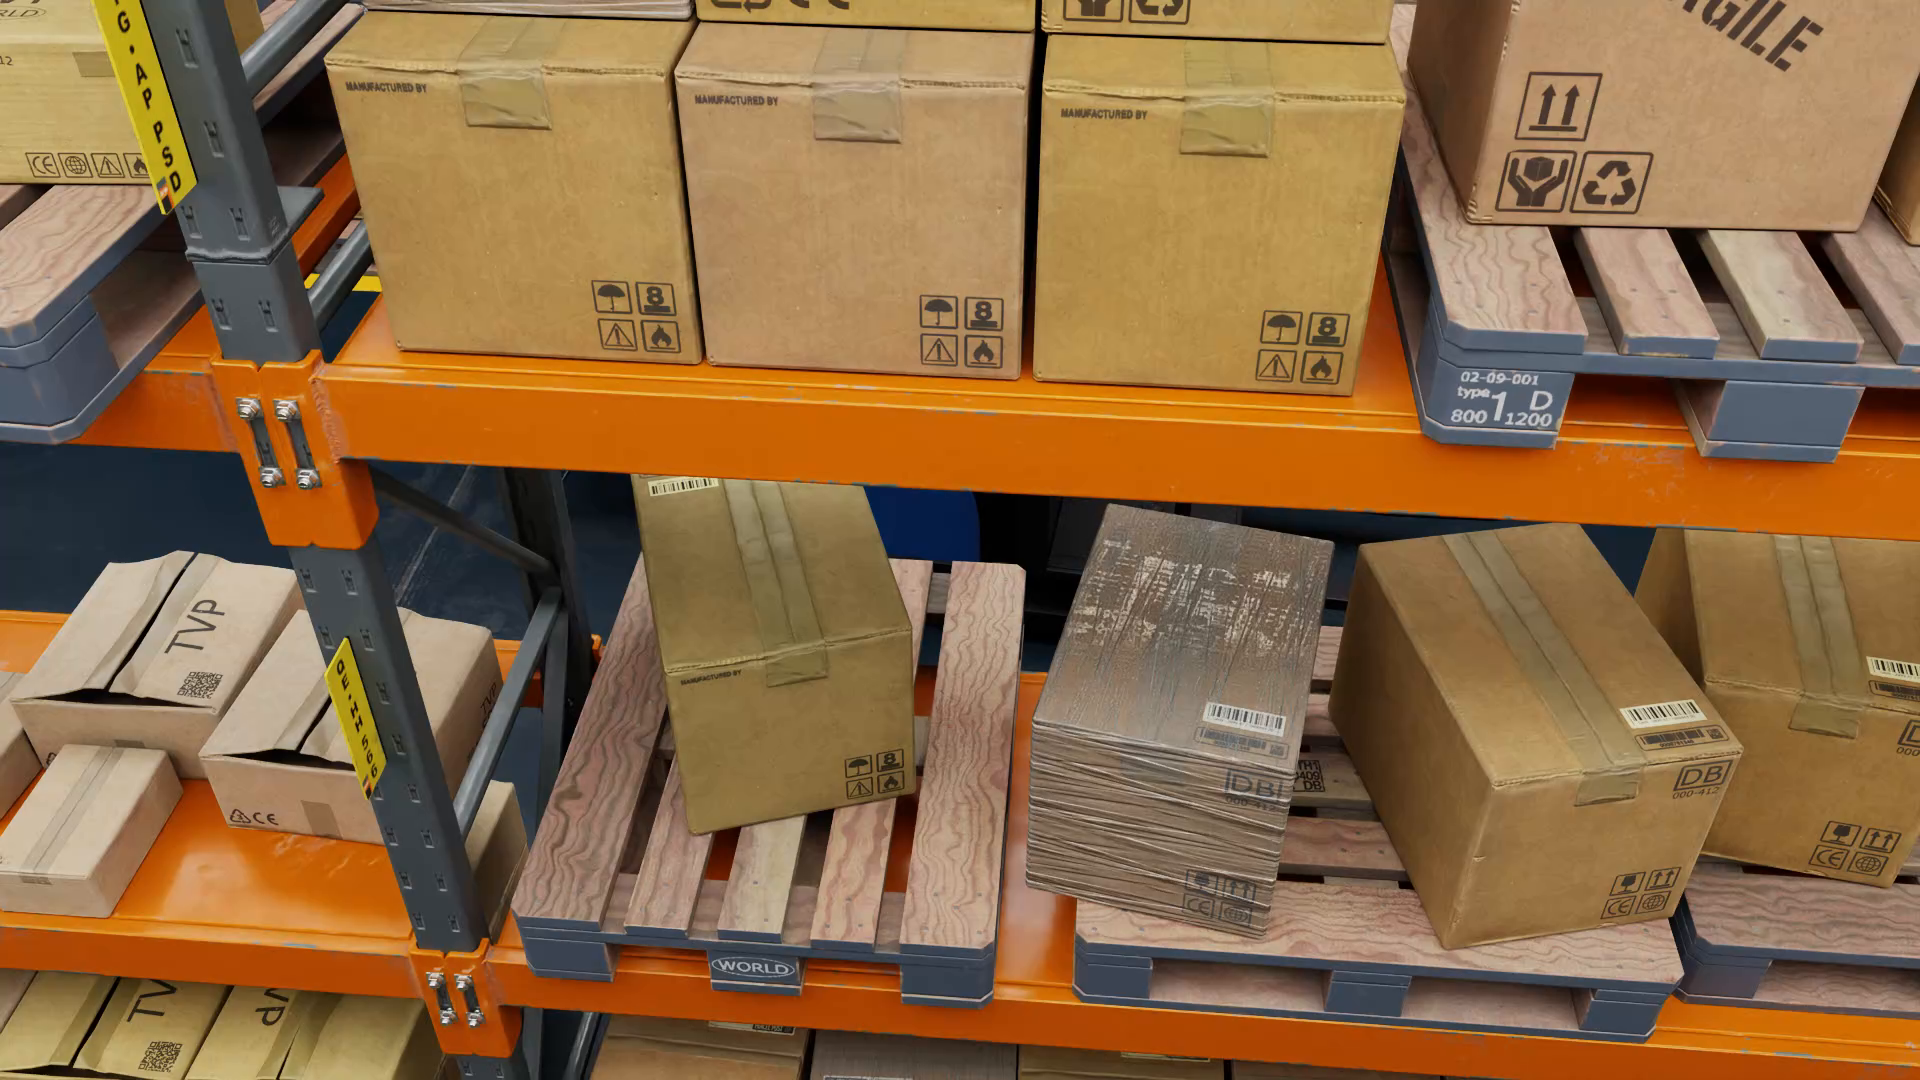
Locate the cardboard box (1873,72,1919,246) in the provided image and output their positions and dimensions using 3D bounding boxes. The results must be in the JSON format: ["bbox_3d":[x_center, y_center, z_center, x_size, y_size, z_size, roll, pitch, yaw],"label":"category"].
[{"bbox_3d":[1.760,-0.850,2.551,0.600,0.600,0.600,3,39,3],"label":"cardboard box"}]

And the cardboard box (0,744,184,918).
[{"bbox_3d":[-1.981,0.654,3.770,0.250,0.149,0.380,3,39,4],"label":"cardboard box"}]

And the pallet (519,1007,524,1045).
[{"bbox_3d":[-1.878,1.444,4.809,1.213,0.211,1.003,3,39,4],"label":"pallet"}]

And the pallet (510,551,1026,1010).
[{"bbox_3d":[-0.380,0.499,3.913,1.003,0.211,1.213,3,39,4],"label":"pallet"}]

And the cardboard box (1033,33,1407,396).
[{"bbox_3d":[0.402,-0.712,2.793,0.500,0.500,0.910,3,39,4],"label":"cardboard box"}]

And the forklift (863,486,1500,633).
[{"bbox_3d":[0.614,-1.061,5.732,3.031,2.935,1.130,7,40,8],"label":"forklift"}]

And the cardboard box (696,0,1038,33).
[{"bbox_3d":[-0.119,-1.103,2.482,0.500,0.500,0.500,3,39,4],"label":"cardboard box"}]

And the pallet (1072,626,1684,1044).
[{"bbox_3d":[0.876,0.609,3.778,1.213,0.211,1.003,3,39,4],"label":"pallet"}]

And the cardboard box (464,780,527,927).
[{"bbox_3d":[-1.558,0.904,4.664,0.500,0.311,0.500,4,39,5],"label":"cardboard box"}]

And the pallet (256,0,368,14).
[{"bbox_3d":[-2.614,-2.692,7.833,1.213,0.211,1.003,3,39,4],"label":"pallet"}]

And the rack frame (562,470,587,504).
[{"bbox_3d":[-1.626,-0.806,6.553,0.023,1.500,0.400,7,40,8],"label":"rack frame"}]

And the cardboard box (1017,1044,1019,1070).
[{"bbox_3d":[0.406,1.162,4.578,0.500,0.500,0.500,2,39,2],"label":"cardboard box"}]

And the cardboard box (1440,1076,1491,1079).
[{"bbox_3d":[1.416,1.542,4.111,0.500,0.500,0.500,4,39,4],"label":"cardboard box"}]

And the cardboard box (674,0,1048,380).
[{"bbox_3d":[-0.116,-0.740,2.828,0.500,0.500,0.910,3,39,4],"label":"cardboard box"}]

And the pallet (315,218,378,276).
[{"bbox_3d":[-2.628,-1.714,8.689,1.213,0.211,1.003,3,39,4],"label":"pallet"}]

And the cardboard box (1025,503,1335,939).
[{"bbox_3d":[0.470,0.363,3.516,0.500,0.500,0.700,10,40,12],"label":"cardboard box"}]

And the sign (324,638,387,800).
[{"bbox_3d":[-1.106,0.332,3.049,0.005,0.325,0.100,3,39,4],"label":"sign"}]

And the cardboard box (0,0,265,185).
[{"bbox_3d":[-1.518,-0.826,2.799,0.500,0.250,0.500,0,39,1],"label":"cardboard box"}]

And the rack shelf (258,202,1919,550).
[{"bbox_3d":[0.931,-0.344,2.990,4.000,0.370,1.077,3,39,4],"label":"rack shelf"}]

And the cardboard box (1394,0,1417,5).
[{"bbox_3d":[1.857,-2.549,7.175,0.500,0.500,0.500,3,39,4],"label":"cardboard box"}]

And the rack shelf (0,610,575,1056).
[{"bbox_3d":[-3.054,0.601,4.205,4.000,0.370,1.077,3,39,4],"label":"rack shelf"}]

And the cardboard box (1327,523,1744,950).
[{"bbox_3d":[1.158,0.390,3.483,0.500,0.500,0.700,-6,40,-8],"label":"cardboard box"}]

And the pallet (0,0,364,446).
[{"bbox_3d":[-1.745,-0.639,2.933,1.003,0.211,1.213,5,39,6],"label":"pallet"}]

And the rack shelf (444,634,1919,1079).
[{"bbox_3d":[0.931,0.819,3.937,4.000,0.370,1.077,3,39,4],"label":"rack shelf"}]

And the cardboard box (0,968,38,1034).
[{"bbox_3d":[-2.626,1.190,4.313,0.500,0.311,0.500,3,39,4],"label":"cardboard box"}]

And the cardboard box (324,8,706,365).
[{"bbox_3d":[-0.624,-0.768,2.862,0.500,0.500,0.910,3,39,4],"label":"cardboard box"}]

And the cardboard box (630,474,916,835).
[{"bbox_3d":[-0.424,0.193,3.725,0.500,0.500,0.700,-9,40,-11],"label":"cardboard box"}]

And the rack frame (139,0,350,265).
[{"bbox_3d":[-1.061,-1.895,1.950,0.127,3.000,1.000,3,39,4],"label":"rack frame"}]

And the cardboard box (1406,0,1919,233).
[{"bbox_3d":[1.099,-0.899,2.611,0.600,0.600,0.600,2,39,2],"label":"cardboard box"}]

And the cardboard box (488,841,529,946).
[{"bbox_3d":[-1.558,1.122,4.841,0.500,0.250,0.500,3,39,4],"label":"cardboard box"}]

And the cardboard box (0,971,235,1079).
[{"bbox_3d":[-2.123,1.220,4.277,0.500,0.311,0.500,3,39,3],"label":"cardboard box"}]

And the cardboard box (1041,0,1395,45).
[{"bbox_3d":[0.389,-1.075,2.447,0.500,0.500,0.500,3,39,4],"label":"cardboard box"}]

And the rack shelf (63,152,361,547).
[{"bbox_3d":[-3.054,-0.562,3.258,4.000,0.370,1.077,3,39,4],"label":"rack shelf"}]

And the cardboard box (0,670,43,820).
[{"bbox_3d":[-2.337,0.495,3.965,0.250,0.149,0.380,6,40,7],"label":"cardboard box"}]

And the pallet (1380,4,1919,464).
[{"bbox_3d":[1.246,-0.575,2.853,1.003,0.211,1.213,3,39,4],"label":"pallet"}]

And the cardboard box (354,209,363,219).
[{"bbox_3d":[-2.864,-2.024,8.492,0.500,0.500,0.700,4,39,4],"label":"cardboard box"}]

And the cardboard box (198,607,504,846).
[{"bbox_3d":[-1.420,0.419,3.930,0.500,0.311,0.500,5,39,7],"label":"cardboard box"}]

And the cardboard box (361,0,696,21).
[{"bbox_3d":[-0.627,-1.131,2.516,0.500,0.500,0.500,3,39,4],"label":"cardboard box"}]

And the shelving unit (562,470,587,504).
[{"bbox_3d":[-1.267,-0.763,6.499,0.755,1.500,0.431,7,40,8],"label":"shelving unit"}]

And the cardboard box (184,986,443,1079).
[{"bbox_3d":[-1.605,1.244,4.247,0.500,0.311,0.500,4,39,5],"label":"cardboard box"}]

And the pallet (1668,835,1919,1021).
[{"bbox_3d":[2.137,0.612,3.775,1.213,0.211,1.003,3,39,4],"label":"pallet"}]

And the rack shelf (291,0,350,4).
[{"bbox_3d":[-2.630,-2.514,8.033,4.000,0.370,1.077,3,39,4],"label":"rack shelf"}]

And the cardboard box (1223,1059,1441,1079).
[{"bbox_3d":[0.909,1.515,4.144,0.500,0.500,0.500,2,39,2],"label":"cardboard box"}]

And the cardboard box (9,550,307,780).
[{"bbox_3d":[-1.936,0.295,4.081,0.500,0.311,0.500,3,39,3],"label":"cardboard box"}]

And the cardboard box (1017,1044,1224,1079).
[{"bbox_3d":[0.389,1.490,4.175,0.500,0.500,0.500,3,39,3],"label":"cardboard box"}]

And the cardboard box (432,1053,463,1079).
[{"bbox_3d":[-1.607,1.460,4.426,0.500,0.250,0.500,4,39,5],"label":"cardboard box"}]

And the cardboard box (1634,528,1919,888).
[{"bbox_3d":[1.780,0.284,3.614,0.500,0.500,0.700,9,40,11],"label":"cardboard box"}]

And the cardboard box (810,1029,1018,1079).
[{"bbox_3d":[-0.111,1.460,4.212,0.500,0.500,0.500,2,39,2],"label":"cardboard box"}]

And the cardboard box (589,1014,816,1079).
[{"bbox_3d":[-0.633,1.435,4.243,0.500,0.500,0.500,5,39,6],"label":"cardboard box"}]

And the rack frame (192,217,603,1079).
[{"bbox_3d":[-1.061,0.431,3.844,0.127,3.000,1.000,3,39,4],"label":"rack frame"}]

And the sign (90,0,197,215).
[{"bbox_3d":[-1.118,-0.615,2.280,0.005,0.325,0.100,3,39,4],"label":"sign"}]
